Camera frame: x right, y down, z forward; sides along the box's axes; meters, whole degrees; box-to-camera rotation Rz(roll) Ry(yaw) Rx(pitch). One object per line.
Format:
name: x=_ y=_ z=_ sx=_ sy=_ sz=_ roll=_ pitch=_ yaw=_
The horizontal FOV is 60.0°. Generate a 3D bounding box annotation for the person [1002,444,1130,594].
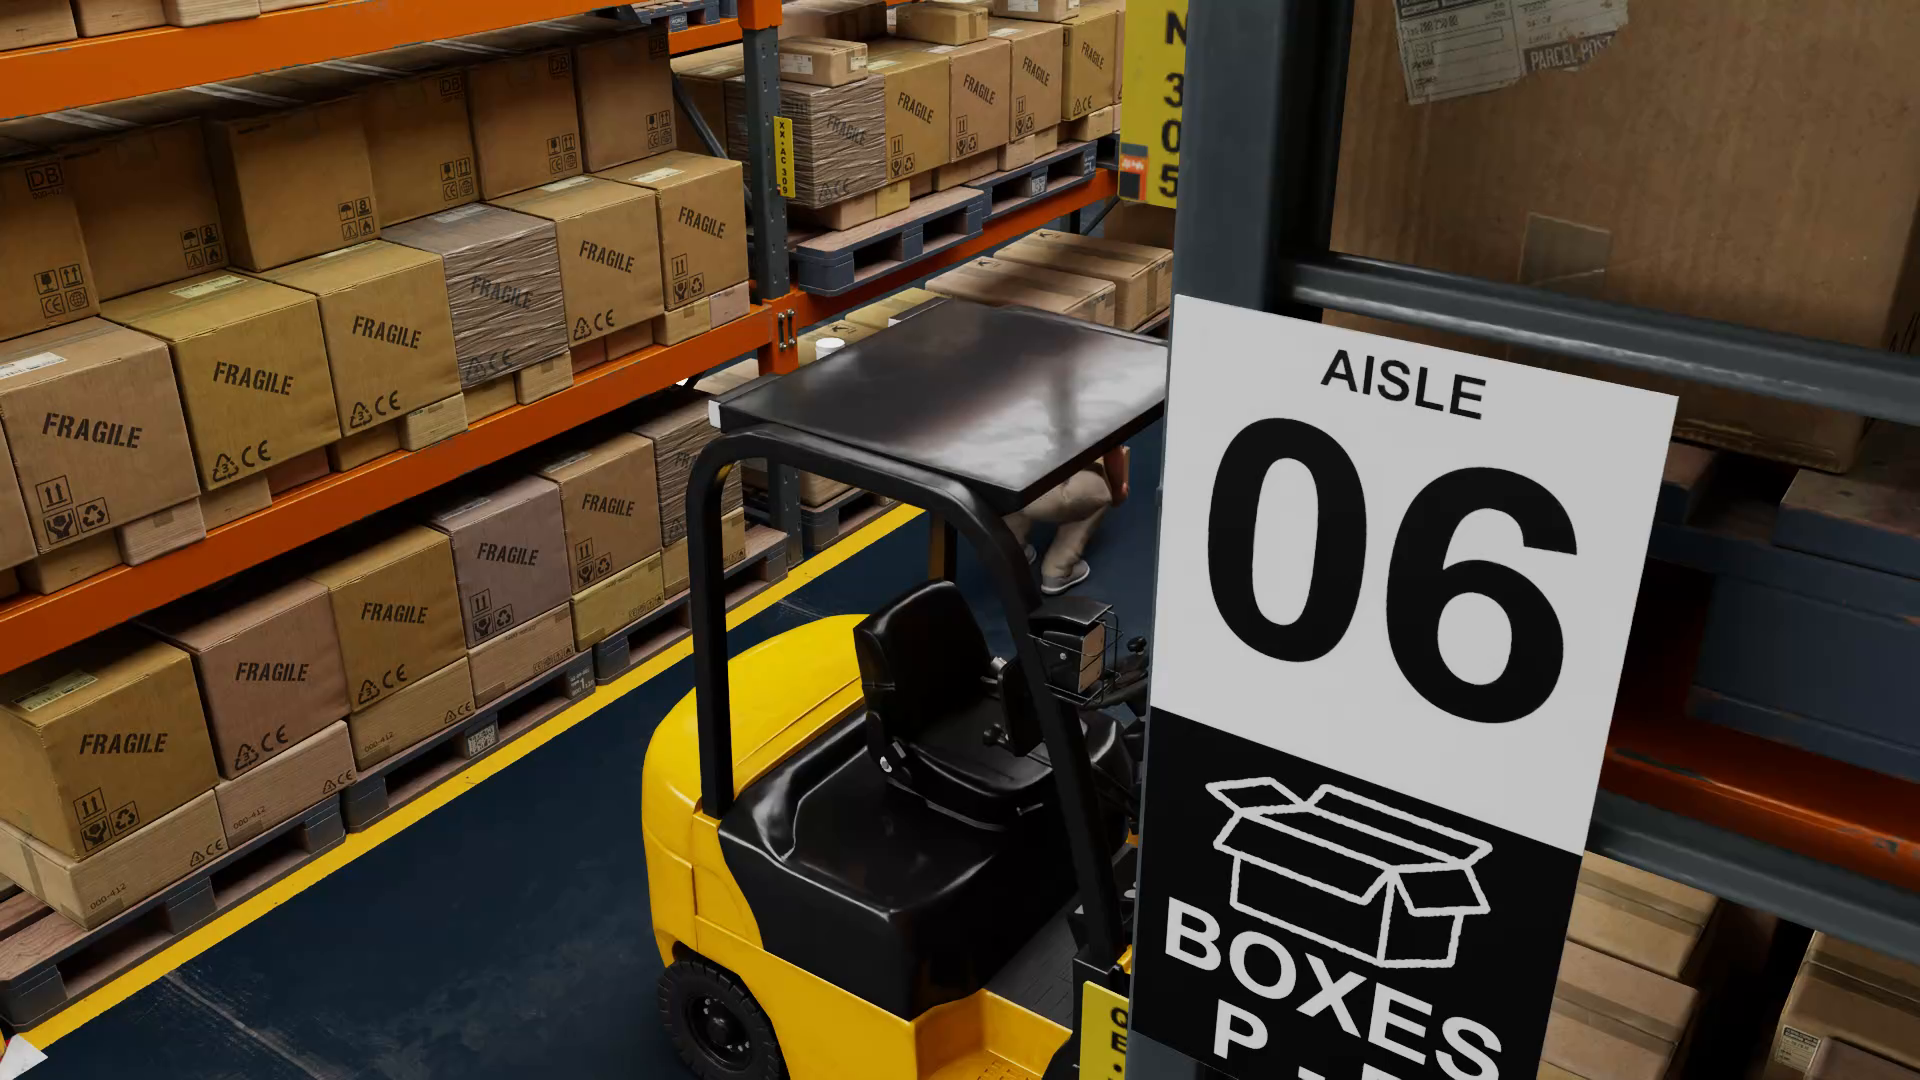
person: x=0.408 y=-0.348 z=7.609 sx=0.570 sy=1.028 sz=0.871 roll=16 pitch=31 yaw=29
